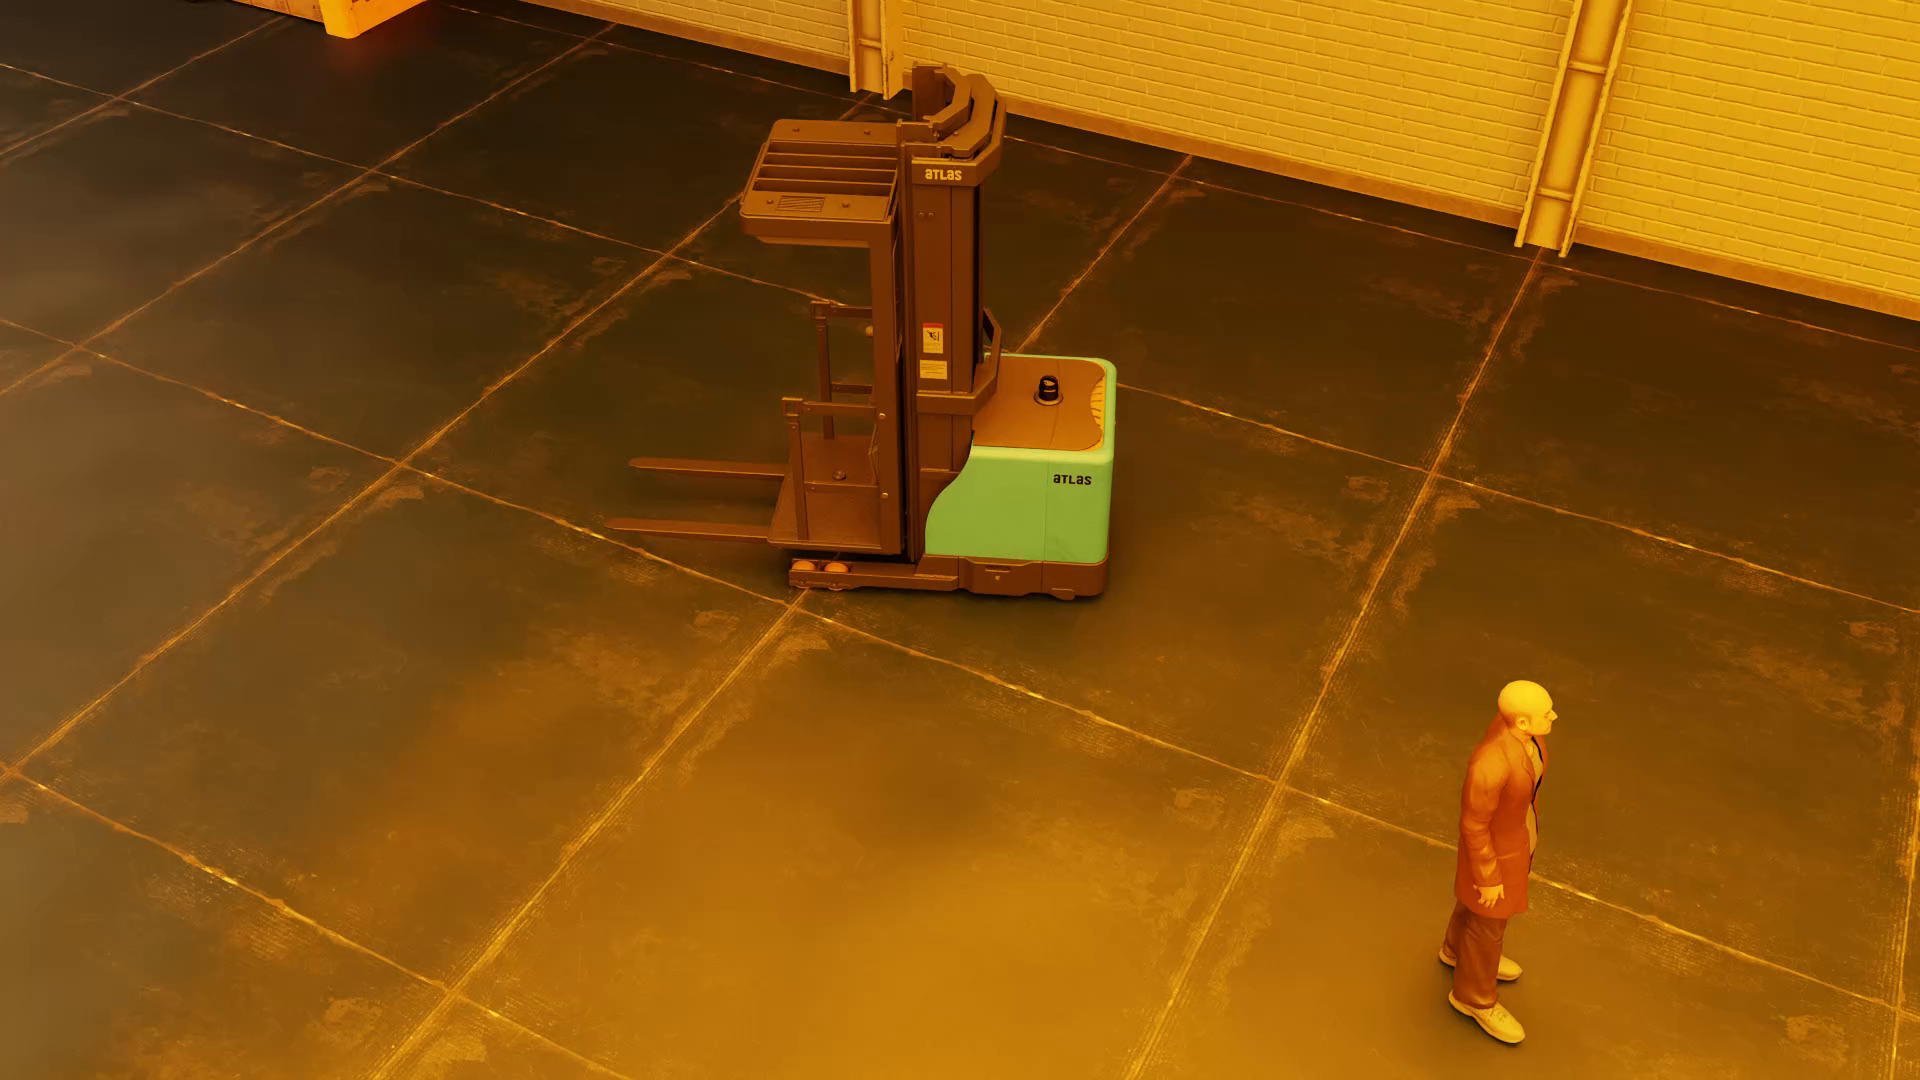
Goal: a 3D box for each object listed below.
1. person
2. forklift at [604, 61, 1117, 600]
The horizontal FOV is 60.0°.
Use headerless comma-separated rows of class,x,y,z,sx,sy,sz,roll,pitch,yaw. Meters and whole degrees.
person,2.442,1.353,7.264,0.580,1.777,0.695,21,44,23
forklift,-0.606,-1.157,9.360,3.031,2.935,1.130,3,40,4
